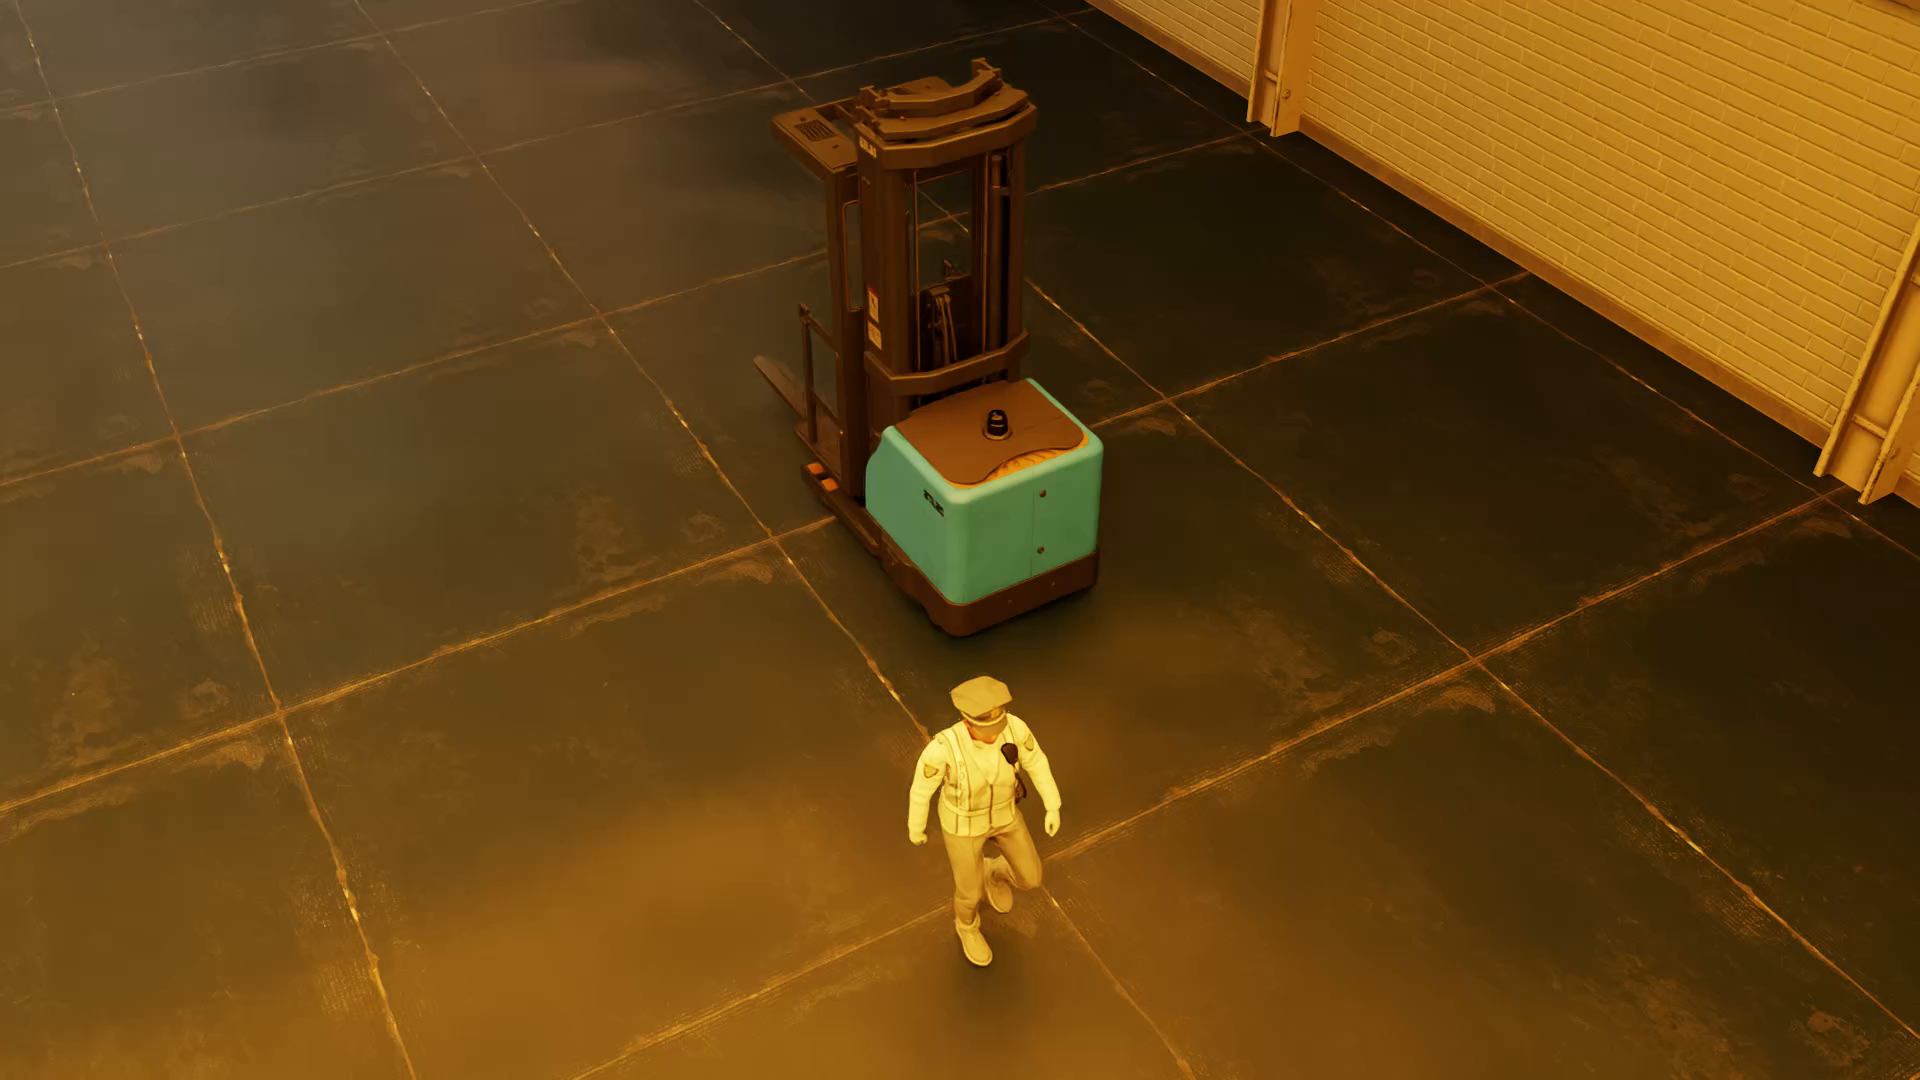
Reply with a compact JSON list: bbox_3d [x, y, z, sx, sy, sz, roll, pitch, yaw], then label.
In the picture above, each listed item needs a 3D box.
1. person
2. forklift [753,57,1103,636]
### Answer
[{"bbox_3d":[0.106,1.263,7.521,0.659,1.649,0.452,-18,43,-20],"label":"person"},{"bbox_3d":[-0.367,-1.494,9.837,1.130,2.935,3.031,-21,44,-23],"label":"forklift"}]
